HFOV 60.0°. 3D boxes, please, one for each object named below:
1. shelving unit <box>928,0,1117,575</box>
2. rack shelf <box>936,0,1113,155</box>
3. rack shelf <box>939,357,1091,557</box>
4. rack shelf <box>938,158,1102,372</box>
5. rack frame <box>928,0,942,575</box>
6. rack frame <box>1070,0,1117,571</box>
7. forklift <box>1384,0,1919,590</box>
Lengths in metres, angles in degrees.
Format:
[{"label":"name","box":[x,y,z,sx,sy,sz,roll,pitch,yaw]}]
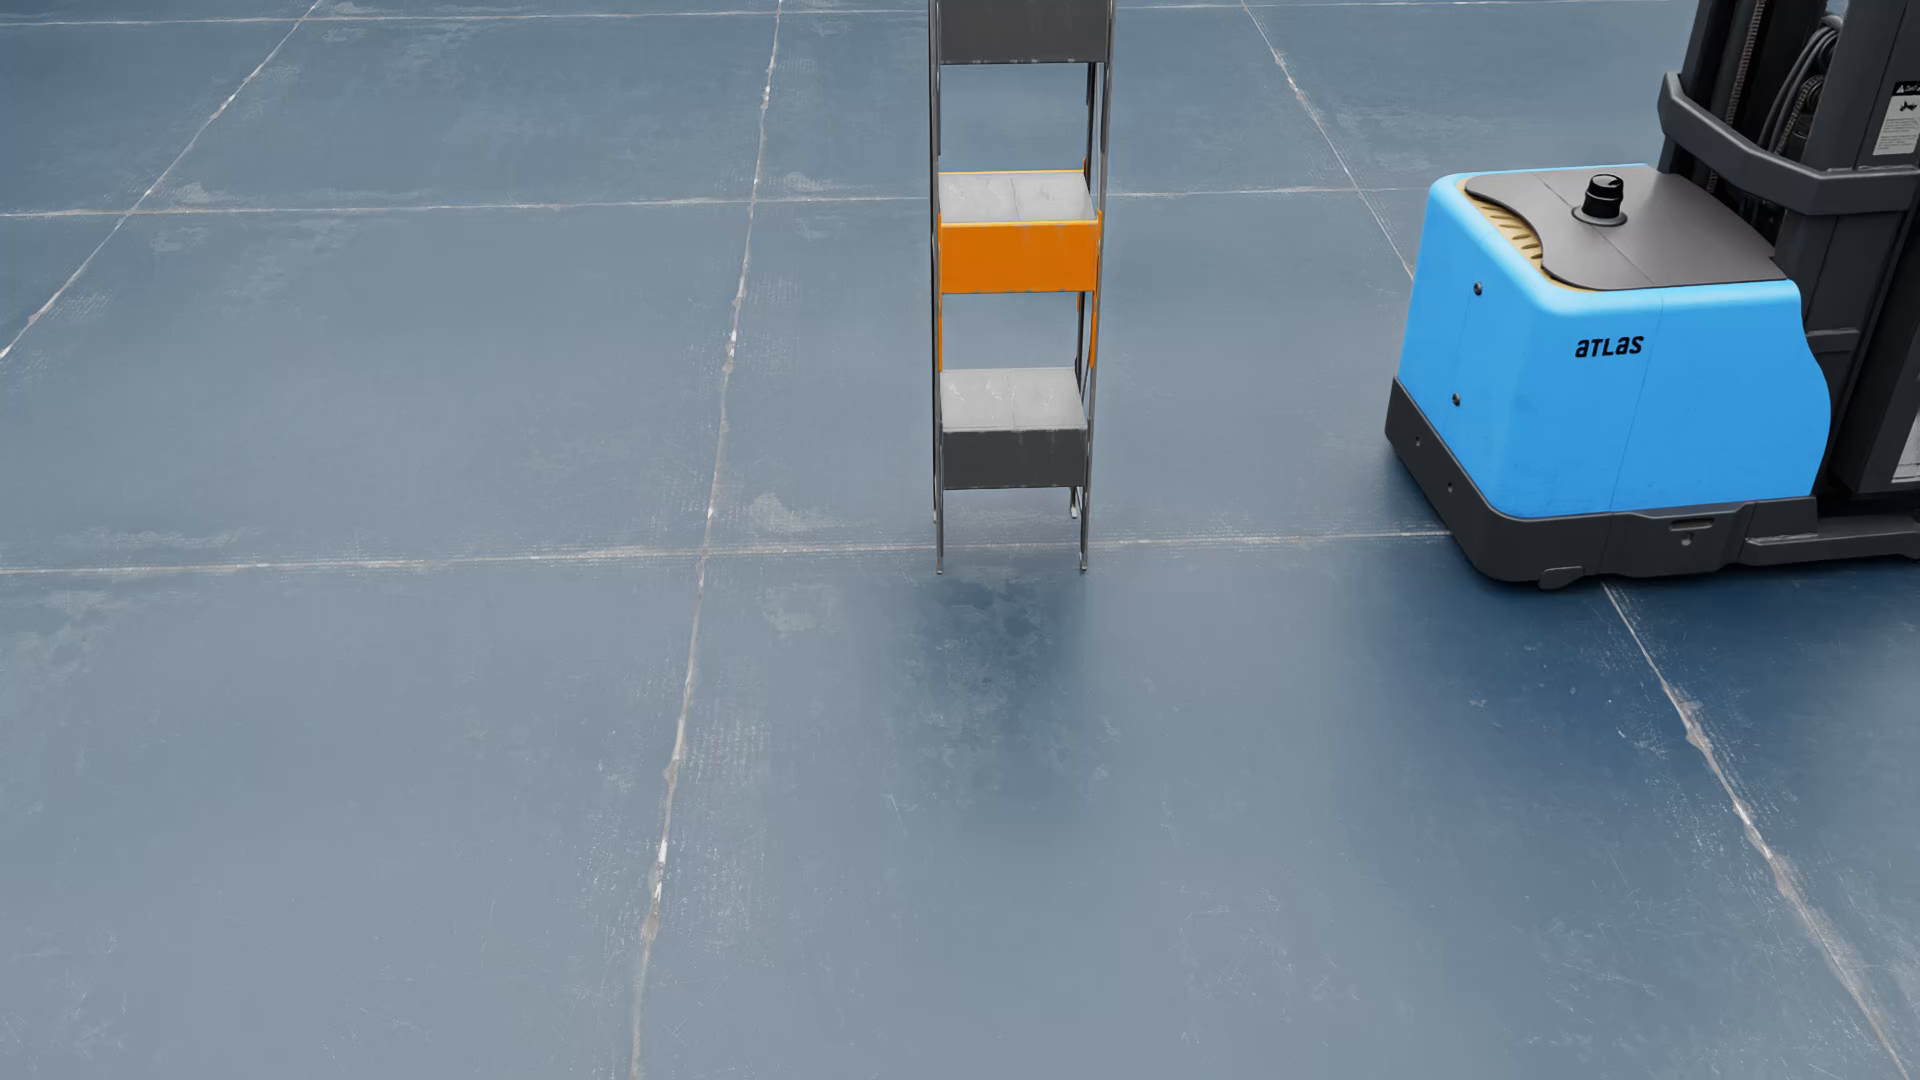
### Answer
[{"label":"shelving unit","box":[0.165,-0.868,5.159,0.503,2.100,0.431,-2,35,-2]},{"label":"rack shelf","box":[0.165,-1.432,4.768,0.480,0.518,0.431,-2,35,-2]},{"label":"rack shelf","box":[0.165,-0.281,5.565,0.480,0.518,0.431,-2,35,-2]},{"label":"rack shelf","box":[0.165,-0.857,5.167,0.480,0.518,0.431,-2,35,-2]},{"label":"rack frame","box":[-0.078,-0.861,5.149,0.015,2.100,0.400,-2,35,-2]},{"label":"rack frame","box":[0.409,-0.874,5.168,0.015,2.100,0.400,-2,35,-2]},{"label":"forklift","box":[3.142,-1.417,5.222,3.031,2.935,1.130,-5,35,-7]}]
